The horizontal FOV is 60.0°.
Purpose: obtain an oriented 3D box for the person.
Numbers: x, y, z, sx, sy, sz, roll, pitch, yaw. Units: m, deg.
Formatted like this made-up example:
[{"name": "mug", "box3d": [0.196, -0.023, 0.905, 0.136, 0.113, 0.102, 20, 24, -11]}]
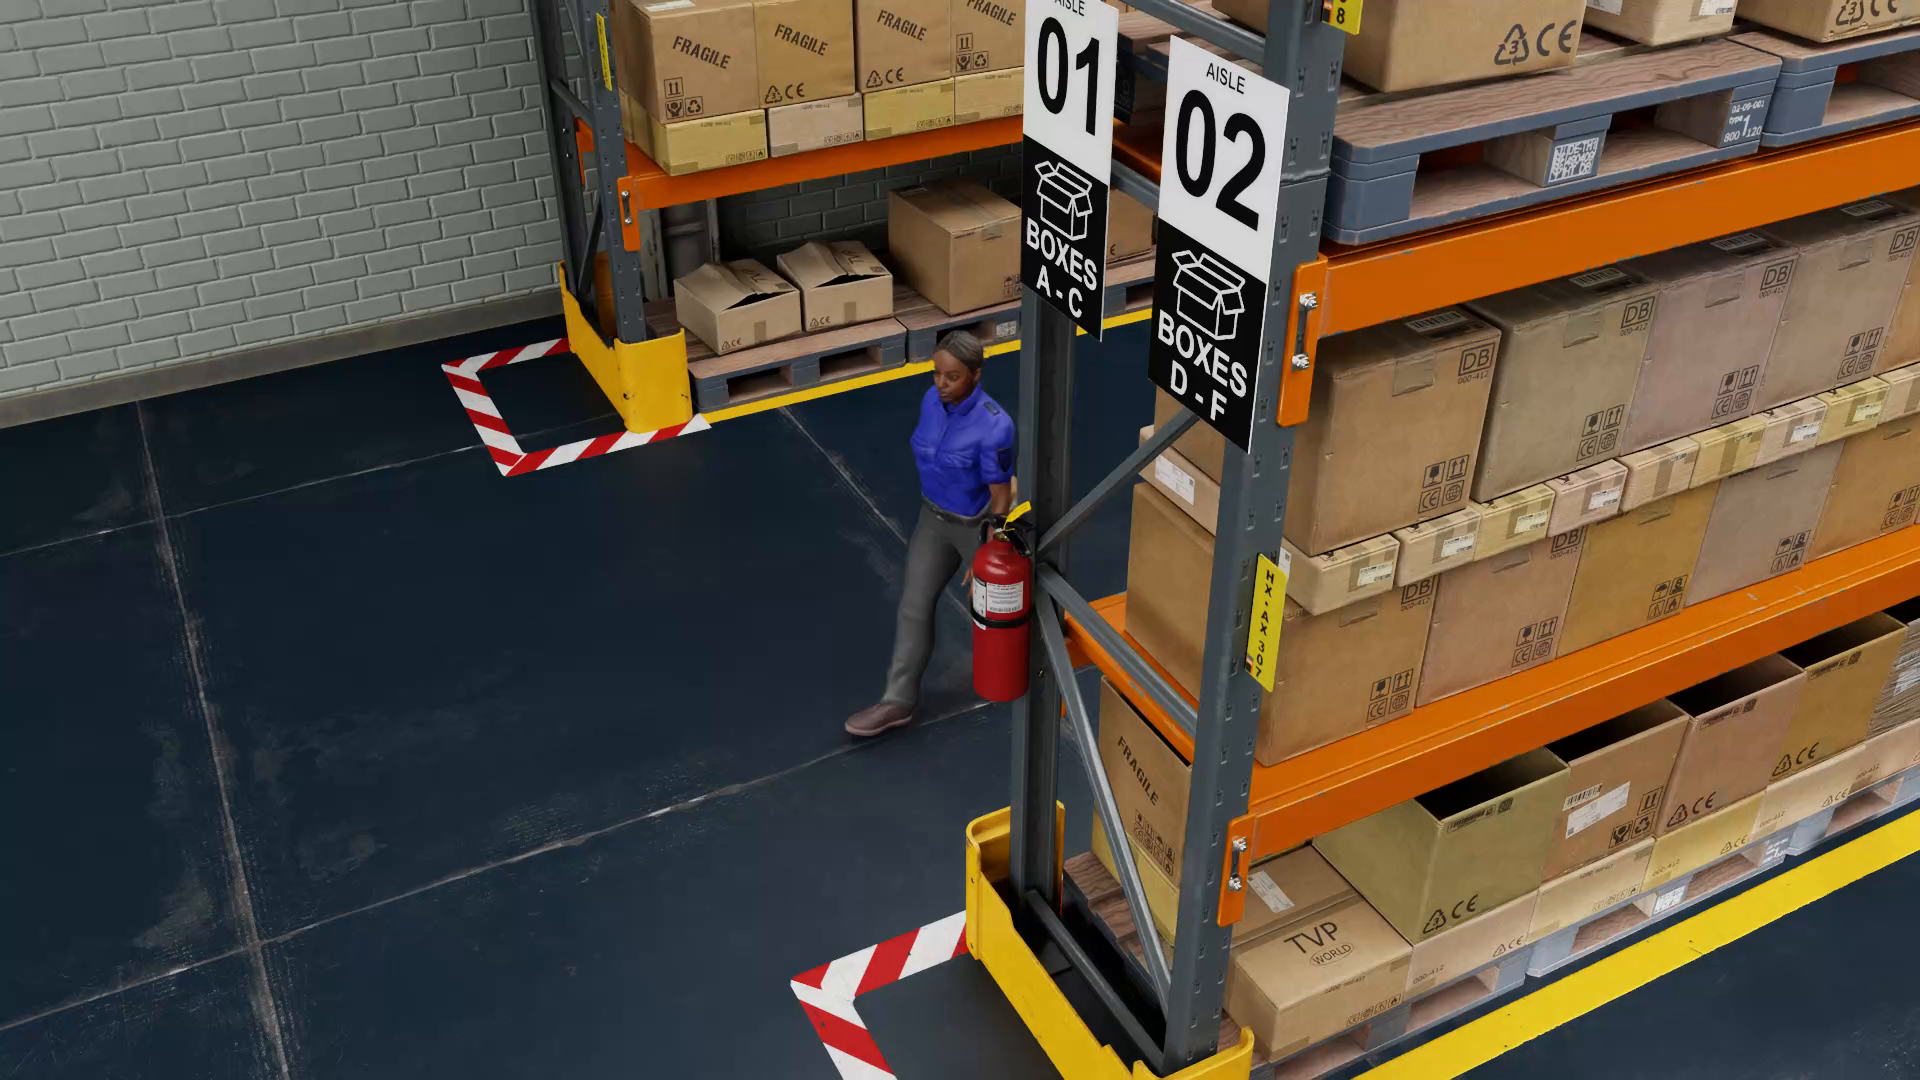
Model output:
[{"name": "person", "box3d": [-0.015, -0.037, 6.186, 0.498, 1.604, 0.966, 26, 41, 34]}]
